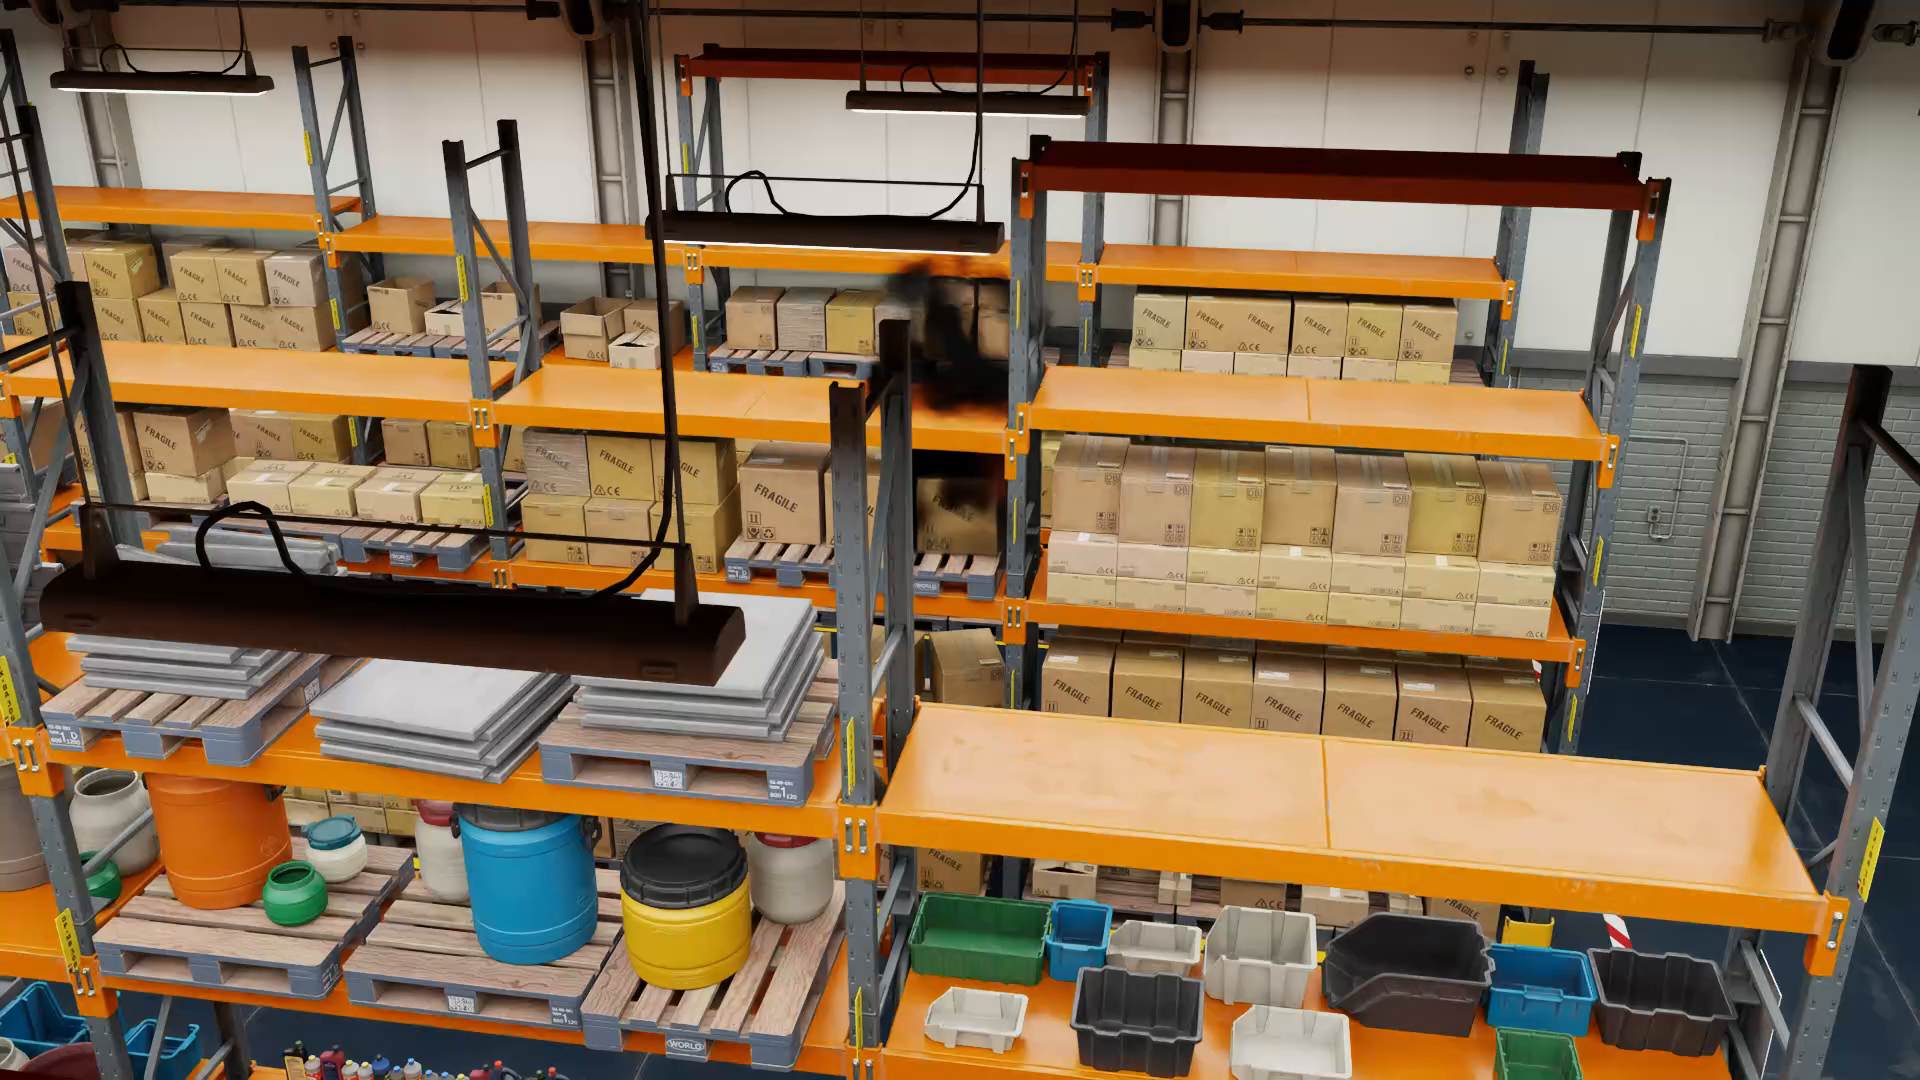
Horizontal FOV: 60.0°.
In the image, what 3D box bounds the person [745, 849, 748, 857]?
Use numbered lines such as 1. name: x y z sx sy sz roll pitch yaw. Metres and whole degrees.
1. person: -1.201 2.534 11.549 0.685 1.803 0.556 2 23 5
